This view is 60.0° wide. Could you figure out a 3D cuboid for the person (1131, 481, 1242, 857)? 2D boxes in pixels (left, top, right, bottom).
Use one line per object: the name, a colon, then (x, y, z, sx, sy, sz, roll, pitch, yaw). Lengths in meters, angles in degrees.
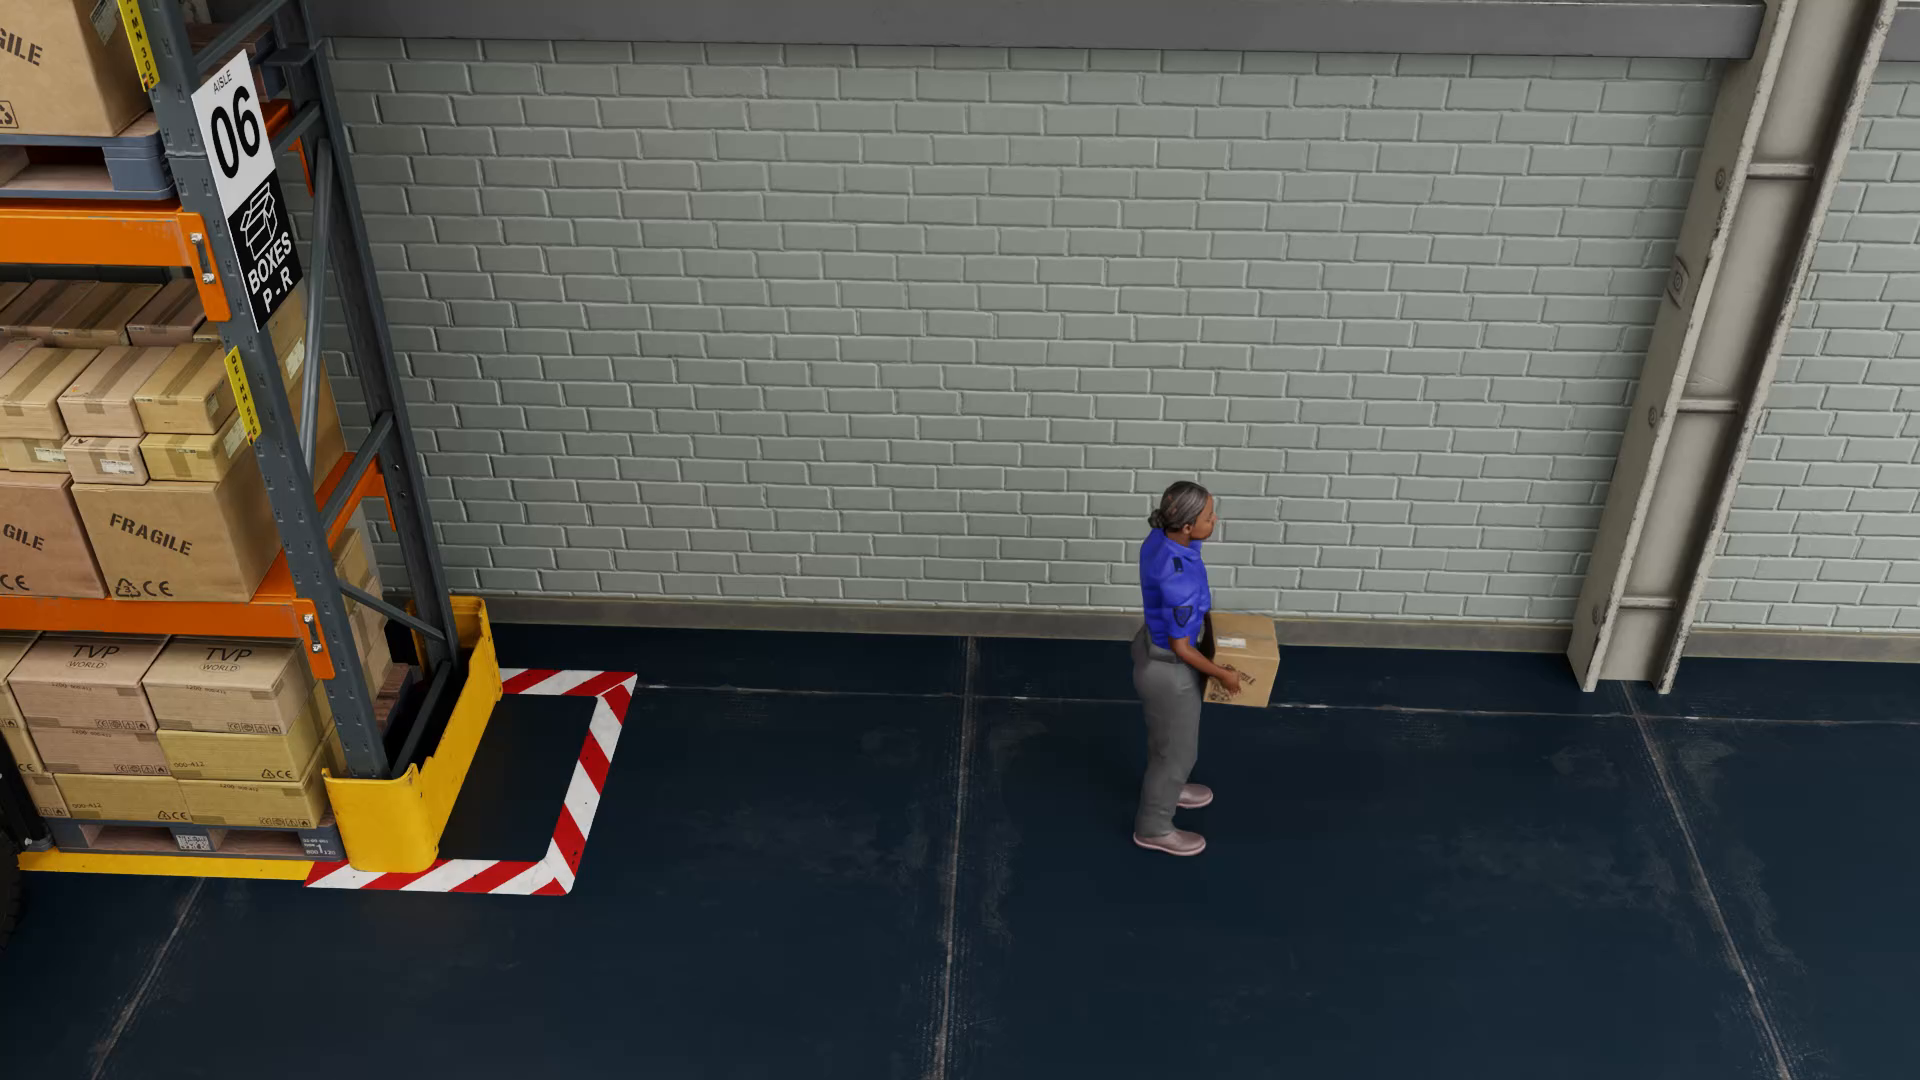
person: (0.880, 0.478, 6.451, 0.431, 1.662, 0.474, 1, 36, 1)
